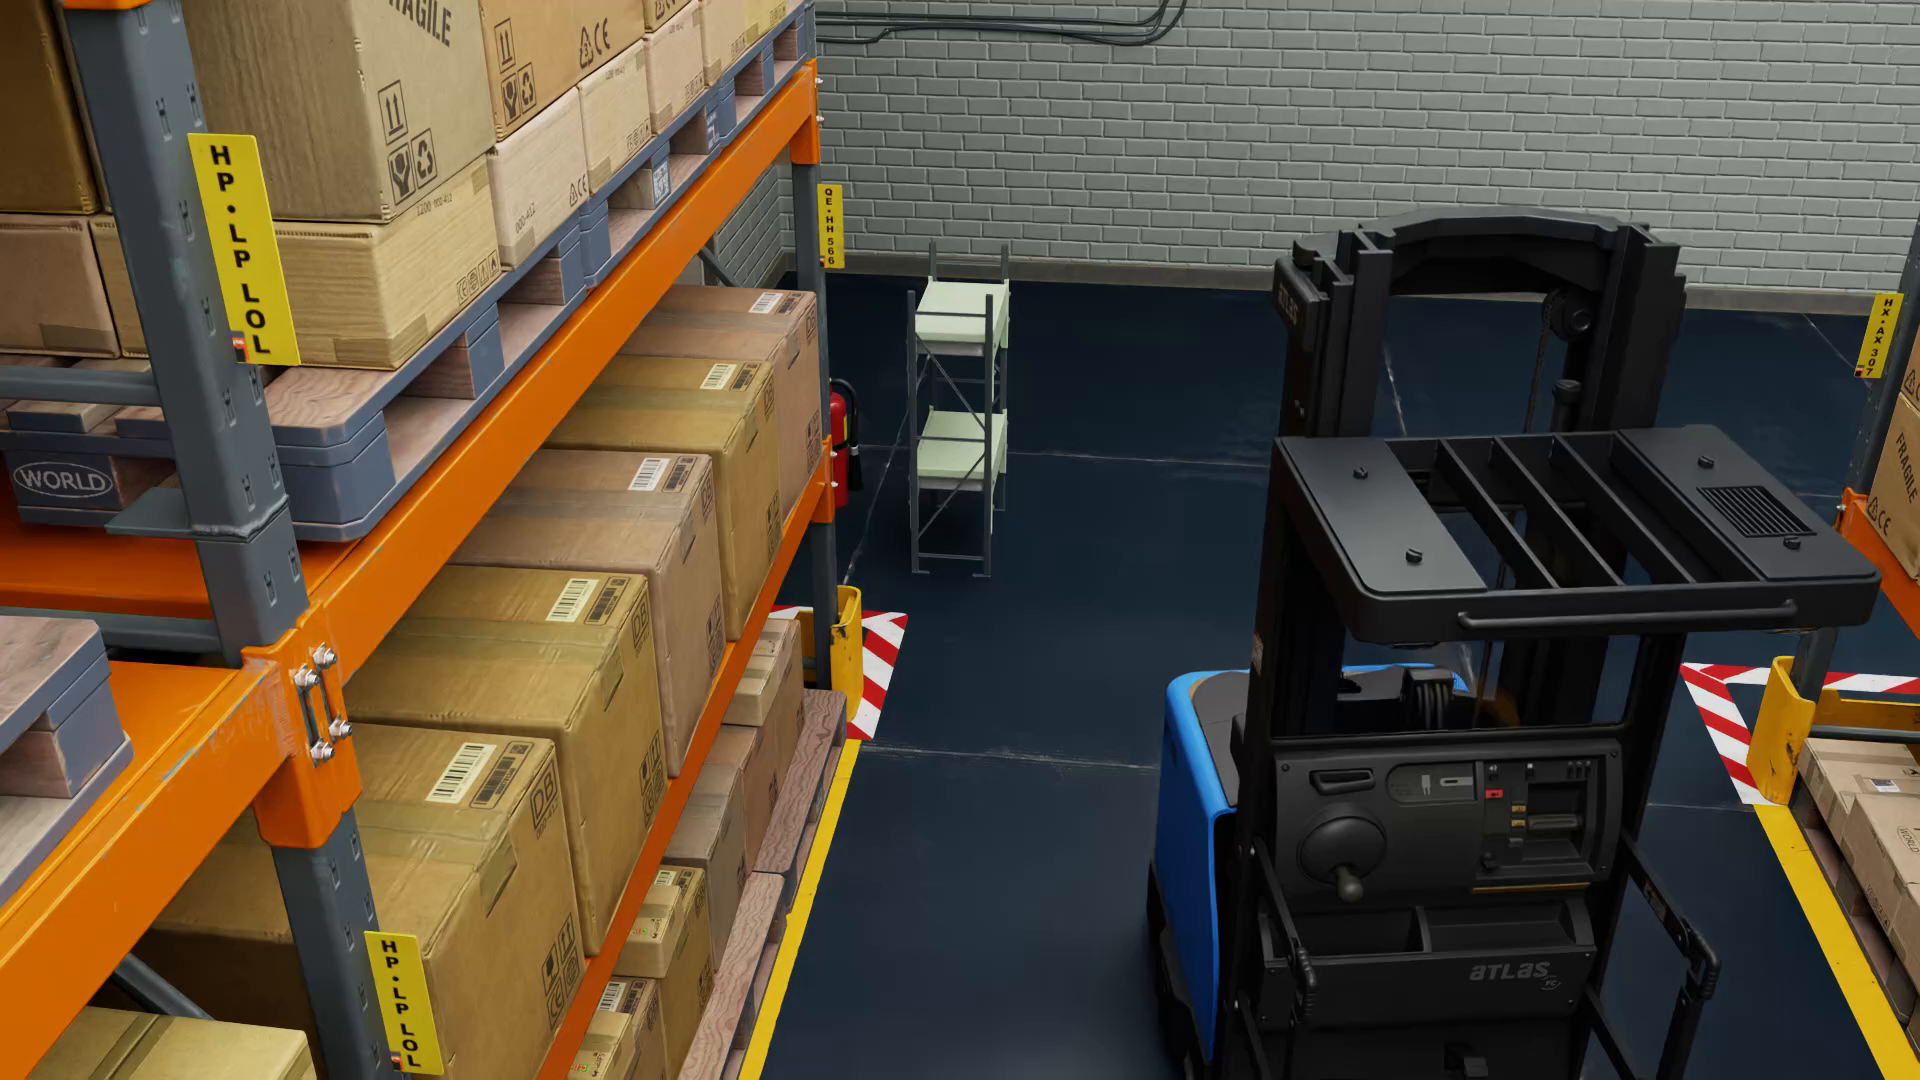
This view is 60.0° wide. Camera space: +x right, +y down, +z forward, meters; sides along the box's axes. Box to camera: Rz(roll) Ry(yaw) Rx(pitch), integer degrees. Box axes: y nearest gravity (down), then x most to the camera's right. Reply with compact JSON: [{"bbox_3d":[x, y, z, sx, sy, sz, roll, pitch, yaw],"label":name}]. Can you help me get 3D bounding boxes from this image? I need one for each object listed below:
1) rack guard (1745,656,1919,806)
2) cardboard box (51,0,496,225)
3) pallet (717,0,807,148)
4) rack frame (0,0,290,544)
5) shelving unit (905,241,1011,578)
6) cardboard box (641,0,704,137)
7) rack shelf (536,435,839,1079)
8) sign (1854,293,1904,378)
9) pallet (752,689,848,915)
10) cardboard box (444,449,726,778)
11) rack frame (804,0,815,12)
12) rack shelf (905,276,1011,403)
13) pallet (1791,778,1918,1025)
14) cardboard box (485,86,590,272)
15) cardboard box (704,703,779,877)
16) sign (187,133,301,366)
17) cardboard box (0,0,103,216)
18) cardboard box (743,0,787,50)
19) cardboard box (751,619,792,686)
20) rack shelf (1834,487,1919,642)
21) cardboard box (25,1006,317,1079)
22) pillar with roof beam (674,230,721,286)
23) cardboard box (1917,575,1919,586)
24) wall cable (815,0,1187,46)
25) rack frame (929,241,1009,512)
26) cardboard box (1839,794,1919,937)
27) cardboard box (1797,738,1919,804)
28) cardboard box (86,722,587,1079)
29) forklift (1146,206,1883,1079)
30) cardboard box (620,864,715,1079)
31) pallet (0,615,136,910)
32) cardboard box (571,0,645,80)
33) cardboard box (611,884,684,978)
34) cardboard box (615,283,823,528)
[{"bbox_3d":[3.877,0.806,6.726,1.175,0.500,0.348,3,28,6],"label":"rack guard"},{"bbox_3d":[-1.155,-0.866,2.852,0.500,0.500,0.500,3,28,6],"label":"cardboard box"},{"bbox_3d":[-1.111,-1.548,5.391,1.003,0.211,1.213,3,28,6],"label":"pallet"},{"bbox_3d":[-1.521,-1.374,1.813,1.000,3.000,0.127,3,28,6],"label":"rack frame"},{"bbox_3d":[-0.001,-0.657,8.388,0.431,1.500,0.755,3,28,6],"label":"shelving unit"},{"bbox_3d":[-0.979,-1.249,4.353,0.500,0.250,0.500,3,28,5],"label":"cardboard box"},{"bbox_3d":[-1.276,0.642,5.154,1.077,0.370,4.000,3,28,6],"label":"rack shelf"},{"bbox_3d":[3.347,-0.742,6.053,0.100,0.325,0.005,3,28,6],"label":"sign"},{"bbox_3d":[-1.051,0.993,6.685,1.003,0.211,1.213,3,28,6],"label":"pallet"},{"bbox_3d":[-1.264,0.194,4.911,0.980,0.700,0.700,2,28,4],"label":"cardboard box"},{"bbox_3d":[-1.031,-3.257,5.308,1.000,3.000,0.127,3,28,6],"label":"rack frame"},{"bbox_3d":[-0.001,-1.001,8.203,0.431,0.370,0.720,3,28,6],"label":"rack shelf"},{"bbox_3d":[3.780,1.309,6.098,1.003,0.211,1.213,3,28,6],"label":"pallet"},{"bbox_3d":[-1.098,-0.766,3.456,0.500,0.250,0.500,3,28,5],"label":"cardboard box"},{"bbox_3d":[-1.079,0.870,6.165,0.700,0.500,0.500,3,28,6],"label":"cardboard box"},{"bbox_3d":[-0.981,-0.393,2.277,0.100,0.325,0.005,3,28,6],"label":"sign"},{"bbox_3d":[-1.667,-0.889,2.894,0.500,0.500,0.500,3,28,6],"label":"cardboard box"},{"bbox_3d":[-0.857,-1.739,5.263,0.500,0.250,0.500,4,29,8],"label":"cardboard box"},{"bbox_3d":[-0.852,0.420,6.316,0.380,0.149,0.250,3,28,6],"label":"cardboard box"},{"bbox_3d":[3.641,0.928,4.623,1.077,0.370,4.000,3,28,6],"label":"rack shelf"},{"bbox_3d":[-1.324,0.988,2.523,0.500,0.250,0.500,4,29,7],"label":"cardboard box"},{"bbox_3d":[2.714,-4.328,7.296,9.100,9.000,0.400,3,28,6],"label":"pillar with roof beam"},{"bbox_3d":[3.512,0.063,5.365,0.500,0.500,0.500,3,28,6],"label":"cardboard box"},{"bbox_3d":[0.017,-4.532,10.948,3.097,2.526,0.112,3,28,6],"label":"wall cable"},{"bbox_3d":[0.044,-0.829,8.708,0.400,1.500,0.023,3,28,6],"label":"rack frame"},{"bbox_3d":[3.477,1.162,5.866,0.500,0.250,0.500,3,28,6],"label":"cardboard box"},{"bbox_3d":[3.494,0.909,6.443,0.380,0.149,0.250,3,28,6],"label":"cardboard box"},{"bbox_3d":[-1.438,0.880,3.637,0.980,0.700,0.700,4,29,7],"label":"cardboard box"},{"bbox_3d":[1.307,0.784,4.205,1.130,2.935,3.031,-2,28,-4],"label":"forklift"},{"bbox_3d":[-1.198,1.359,5.258,0.700,0.500,0.500,4,29,7],"label":"cardboard box"},{"bbox_3d":[-1.584,0.465,1.763,0.805,0.209,1.217,2,28,4],"label":"pallet"},{"bbox_3d":[-1.043,-1.341,3.733,0.500,0.500,0.500,4,29,7],"label":"cardboard box"},{"bbox_3d":[-1.041,1.154,4.953,0.380,0.149,0.250,3,28,5],"label":"cardboard box"},{"bbox_3d":[-1.083,-0.507,6.213,0.980,0.700,0.700,5,29,9],"label":"cardboard box"}]
